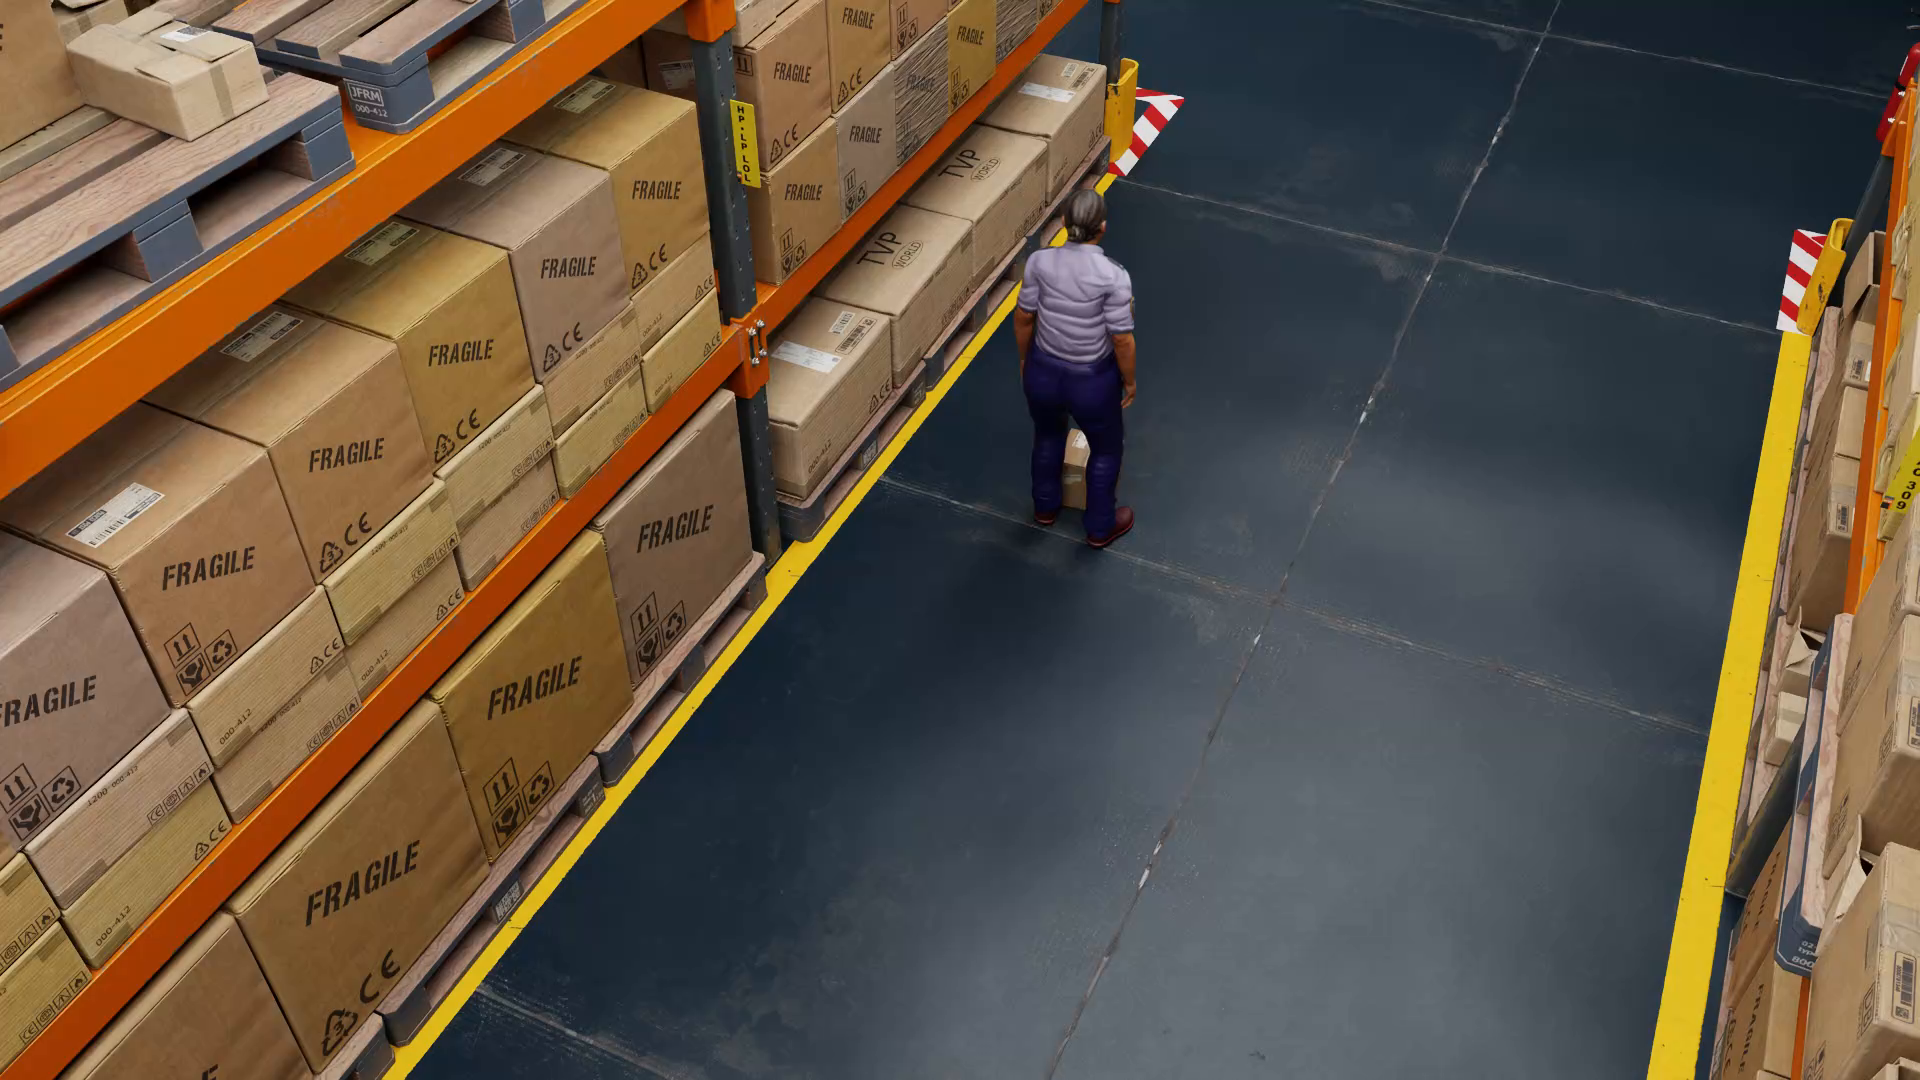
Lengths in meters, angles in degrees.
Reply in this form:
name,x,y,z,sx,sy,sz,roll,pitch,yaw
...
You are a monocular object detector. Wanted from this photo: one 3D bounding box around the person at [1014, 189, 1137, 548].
name,x,y,z,sx,sy,sz,roll,pitch,yaw
person,0.494,-0.697,6.934,0.543,1.652,0.414,17,45,18
